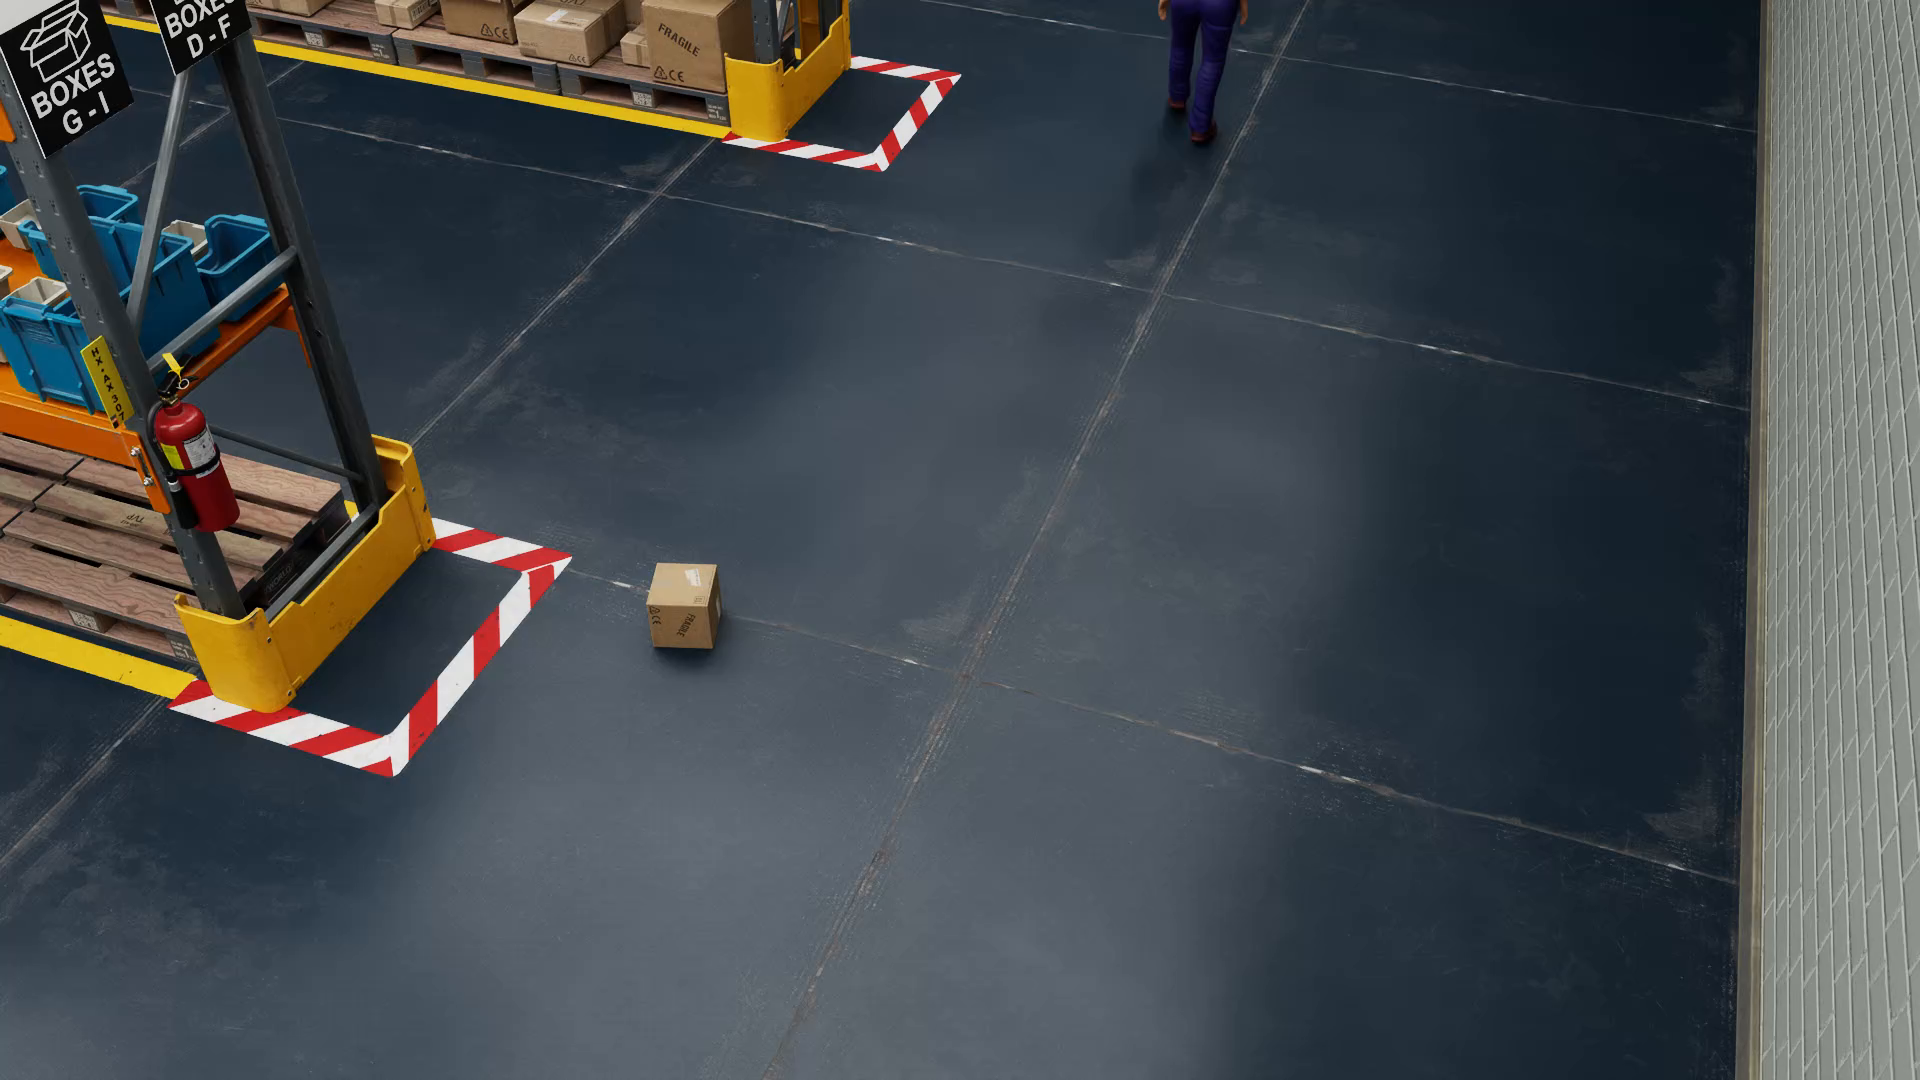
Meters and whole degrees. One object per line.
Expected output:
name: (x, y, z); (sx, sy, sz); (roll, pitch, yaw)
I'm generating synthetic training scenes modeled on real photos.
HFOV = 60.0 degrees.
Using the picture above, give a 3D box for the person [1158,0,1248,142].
person: (1.463, -3.200, 9.736); (0.539, 1.638, 0.627); (18, 45, 19)
